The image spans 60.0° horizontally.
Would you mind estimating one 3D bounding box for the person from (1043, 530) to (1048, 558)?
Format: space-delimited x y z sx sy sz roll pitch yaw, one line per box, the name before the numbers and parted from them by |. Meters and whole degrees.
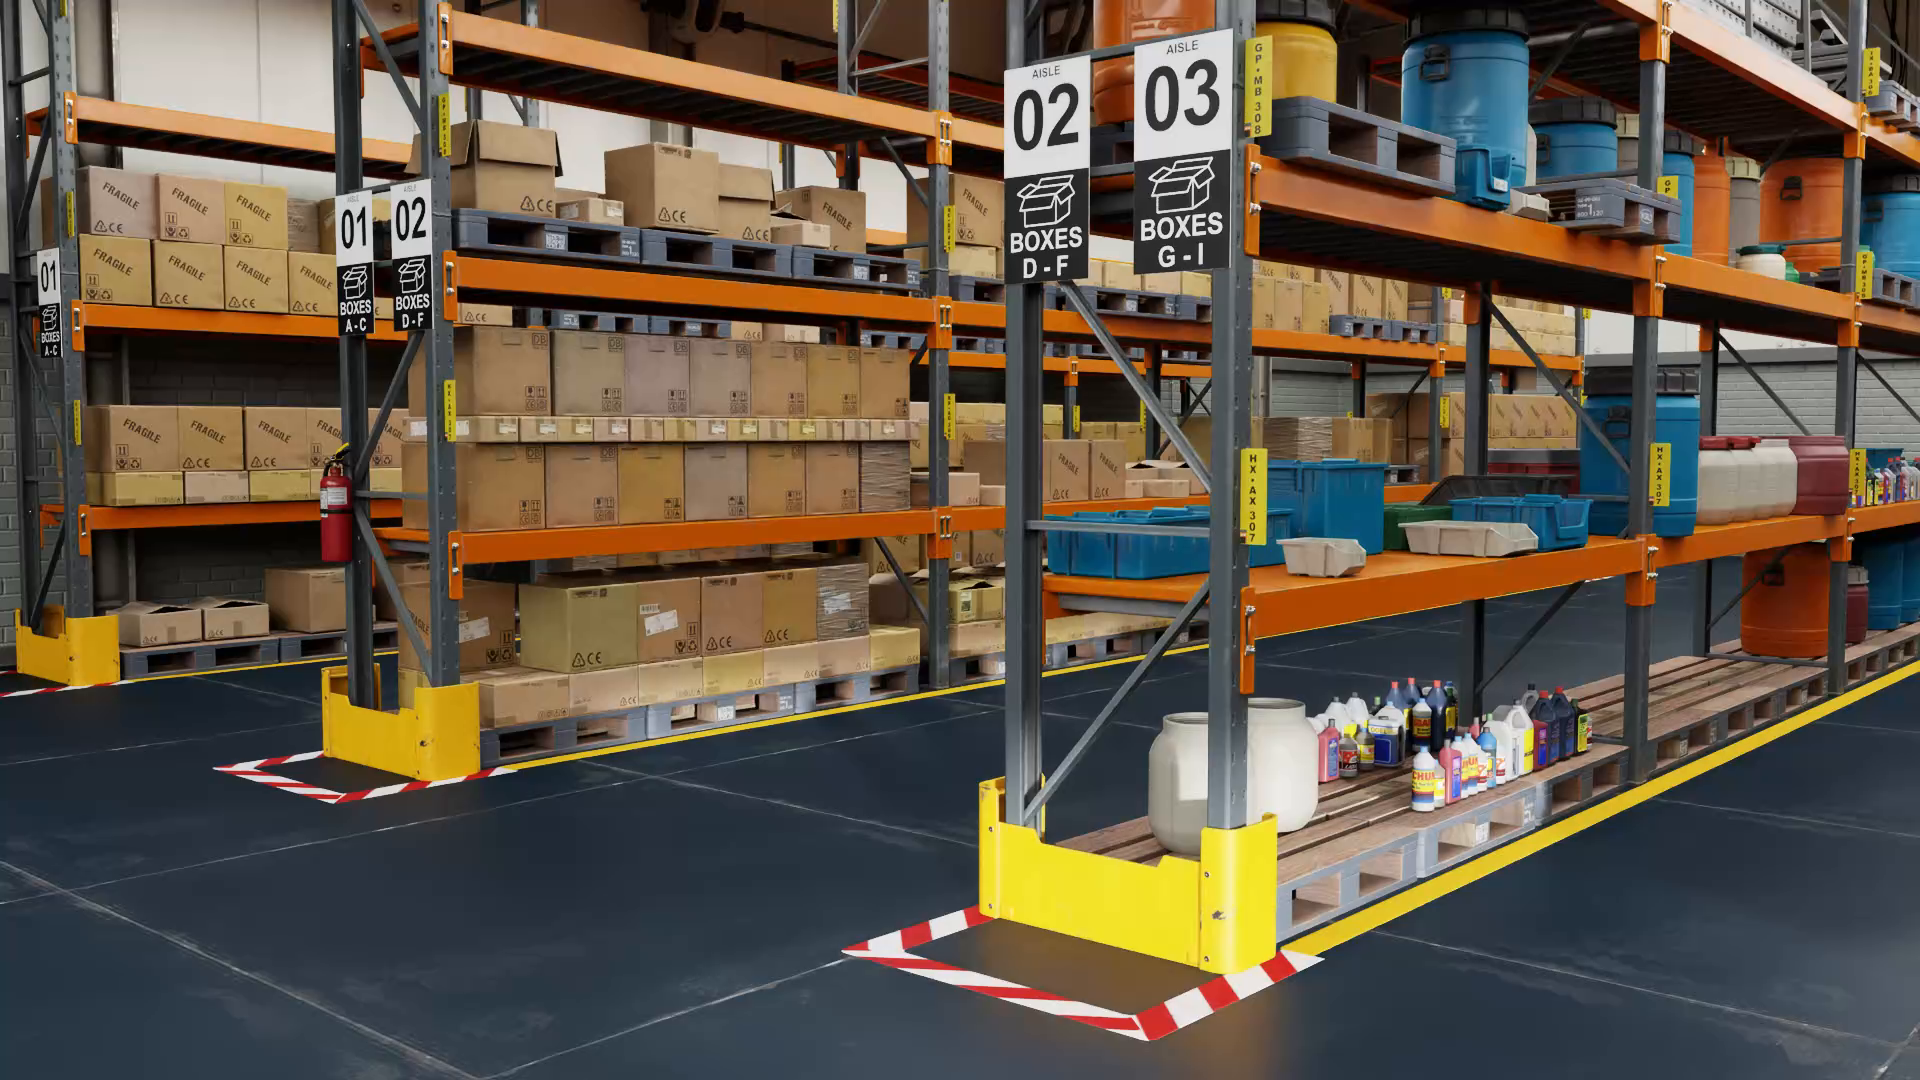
person | 1.062 -0.072 16.914 0.626 1.662 0.459 2 4 23
